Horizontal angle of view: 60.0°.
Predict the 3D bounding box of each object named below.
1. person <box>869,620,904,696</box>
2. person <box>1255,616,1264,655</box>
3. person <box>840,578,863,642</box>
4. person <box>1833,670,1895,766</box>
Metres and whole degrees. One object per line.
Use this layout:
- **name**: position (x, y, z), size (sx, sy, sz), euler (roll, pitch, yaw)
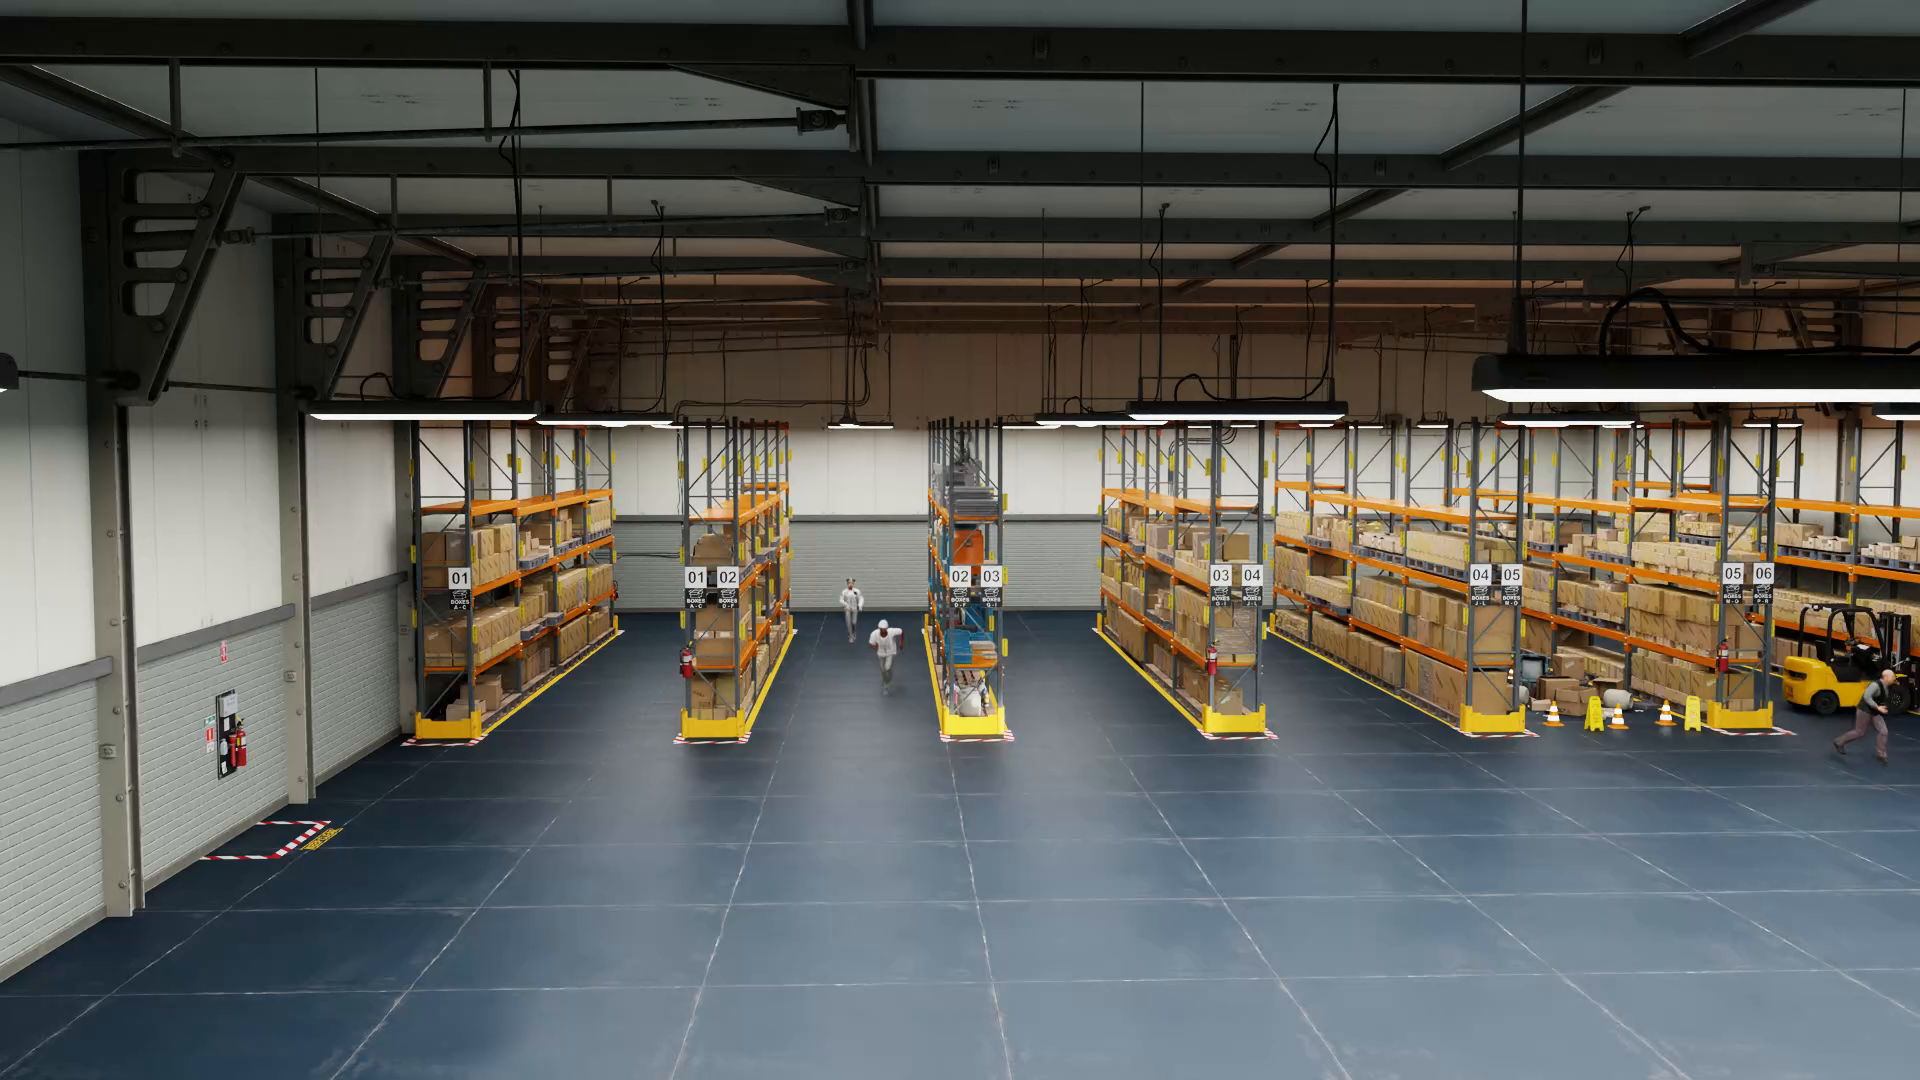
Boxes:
- **person**: position (-1.593, 2.557, 36.260), size (0.745, 1.704, 1.007), euler (0, 4, 7)
- **person**: position (7.079, 2.352, 39.658), size (0.519, 1.566, 0.553), euler (-1, 4, -12)
- **person**: position (-2.801, 1.810, 42.888), size (0.604, 1.673, 0.530), euler (0, 4, -2)
- **person**: position (15.691, 3.038, 28.839), size (0.696, 1.680, 1.008), euler (-3, 5, -40)
